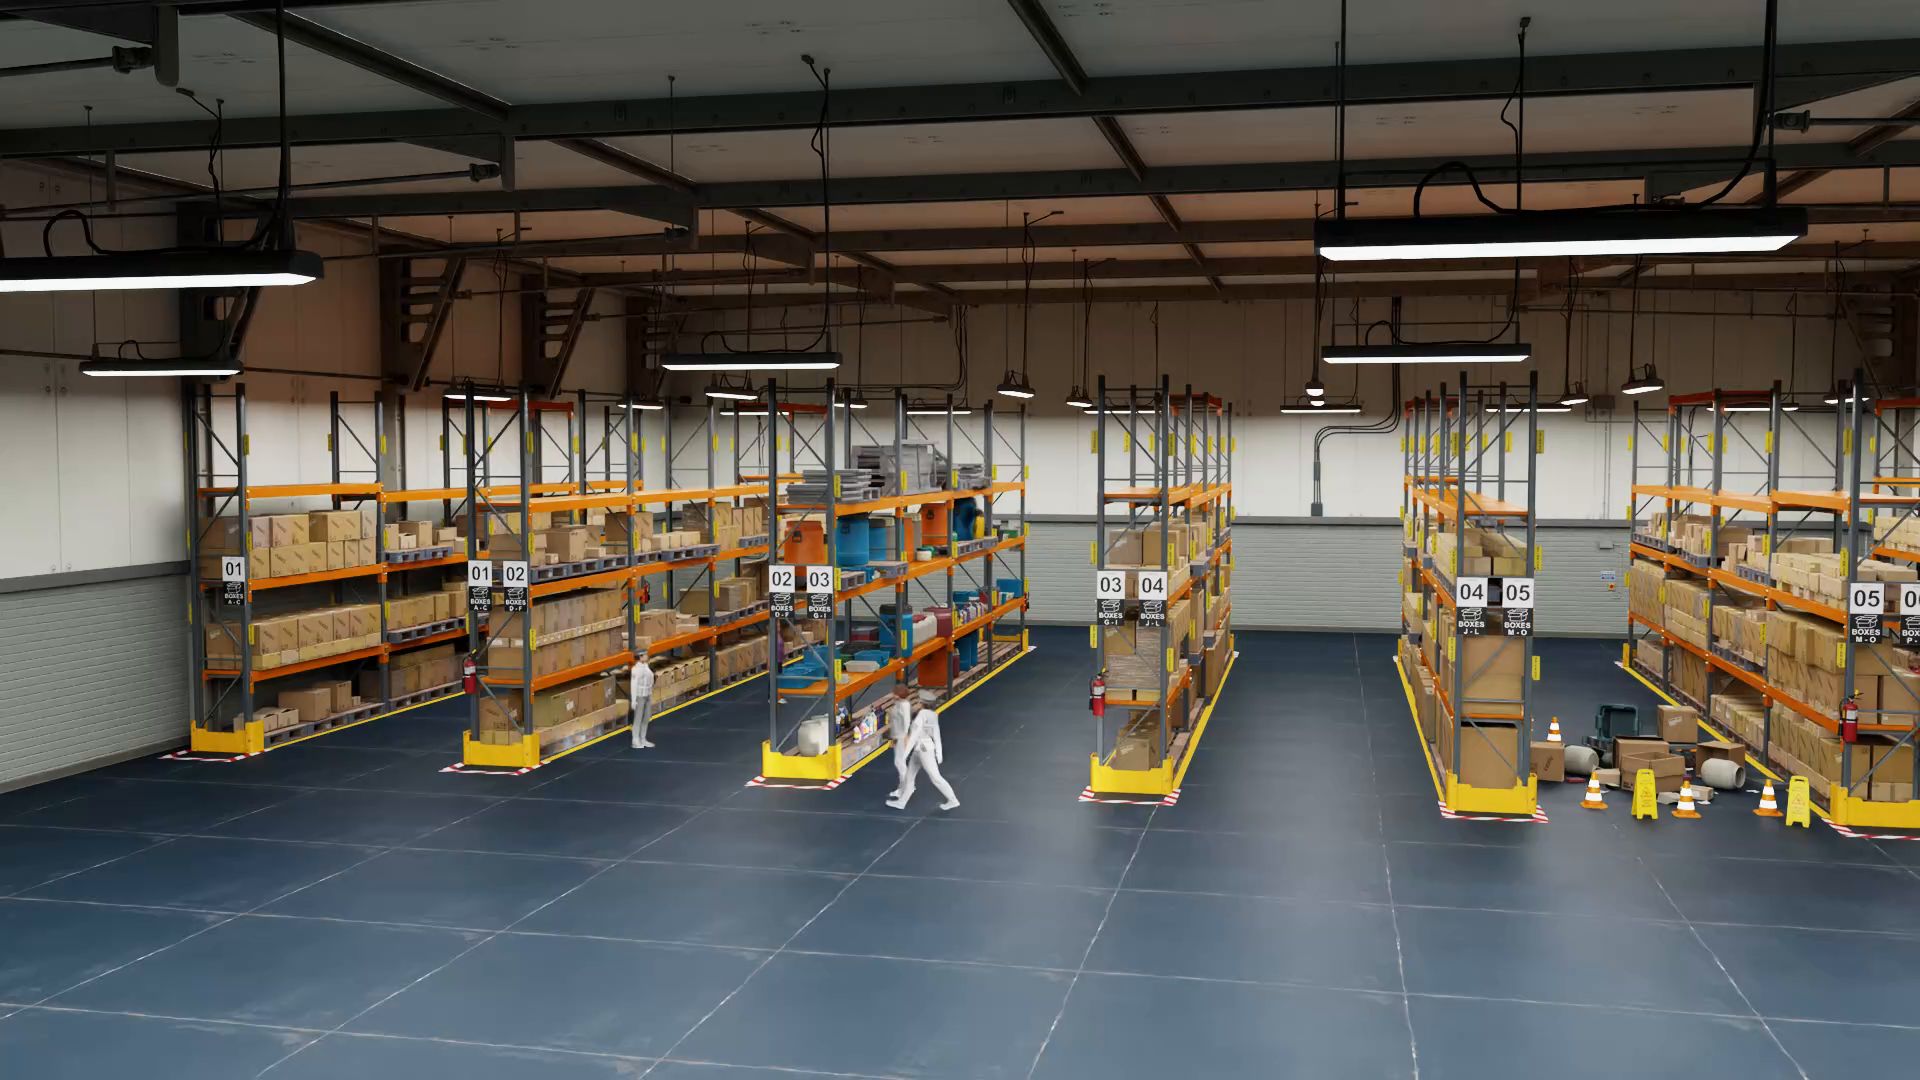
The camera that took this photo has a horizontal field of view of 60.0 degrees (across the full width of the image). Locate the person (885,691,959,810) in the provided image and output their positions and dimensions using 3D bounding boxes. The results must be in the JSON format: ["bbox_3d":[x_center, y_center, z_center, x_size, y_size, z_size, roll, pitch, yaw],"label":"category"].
[{"bbox_3d":[-0.518,2.875,22.668,0.991,1.635,0.451,0,3,-5],"label":"person"}]

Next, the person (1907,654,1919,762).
[{"bbox_3d":[15.151,2.694,26.206,0.699,1.763,0.652,1,3,11],"label":"person"}]

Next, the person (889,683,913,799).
[{"bbox_3d":[-0.848,2.855,23.660,0.326,1.623,0.459,-1,3,-20],"label":"person"}]

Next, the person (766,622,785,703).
[{"bbox_3d":[-3.567,2.366,32.141,0.324,1.607,0.521,1,4,24],"label":"person"}]

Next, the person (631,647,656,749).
[{"bbox_3d":[-5.236,2.594,27.397,0.345,1.689,0.571,1,3,18],"label":"person"}]
